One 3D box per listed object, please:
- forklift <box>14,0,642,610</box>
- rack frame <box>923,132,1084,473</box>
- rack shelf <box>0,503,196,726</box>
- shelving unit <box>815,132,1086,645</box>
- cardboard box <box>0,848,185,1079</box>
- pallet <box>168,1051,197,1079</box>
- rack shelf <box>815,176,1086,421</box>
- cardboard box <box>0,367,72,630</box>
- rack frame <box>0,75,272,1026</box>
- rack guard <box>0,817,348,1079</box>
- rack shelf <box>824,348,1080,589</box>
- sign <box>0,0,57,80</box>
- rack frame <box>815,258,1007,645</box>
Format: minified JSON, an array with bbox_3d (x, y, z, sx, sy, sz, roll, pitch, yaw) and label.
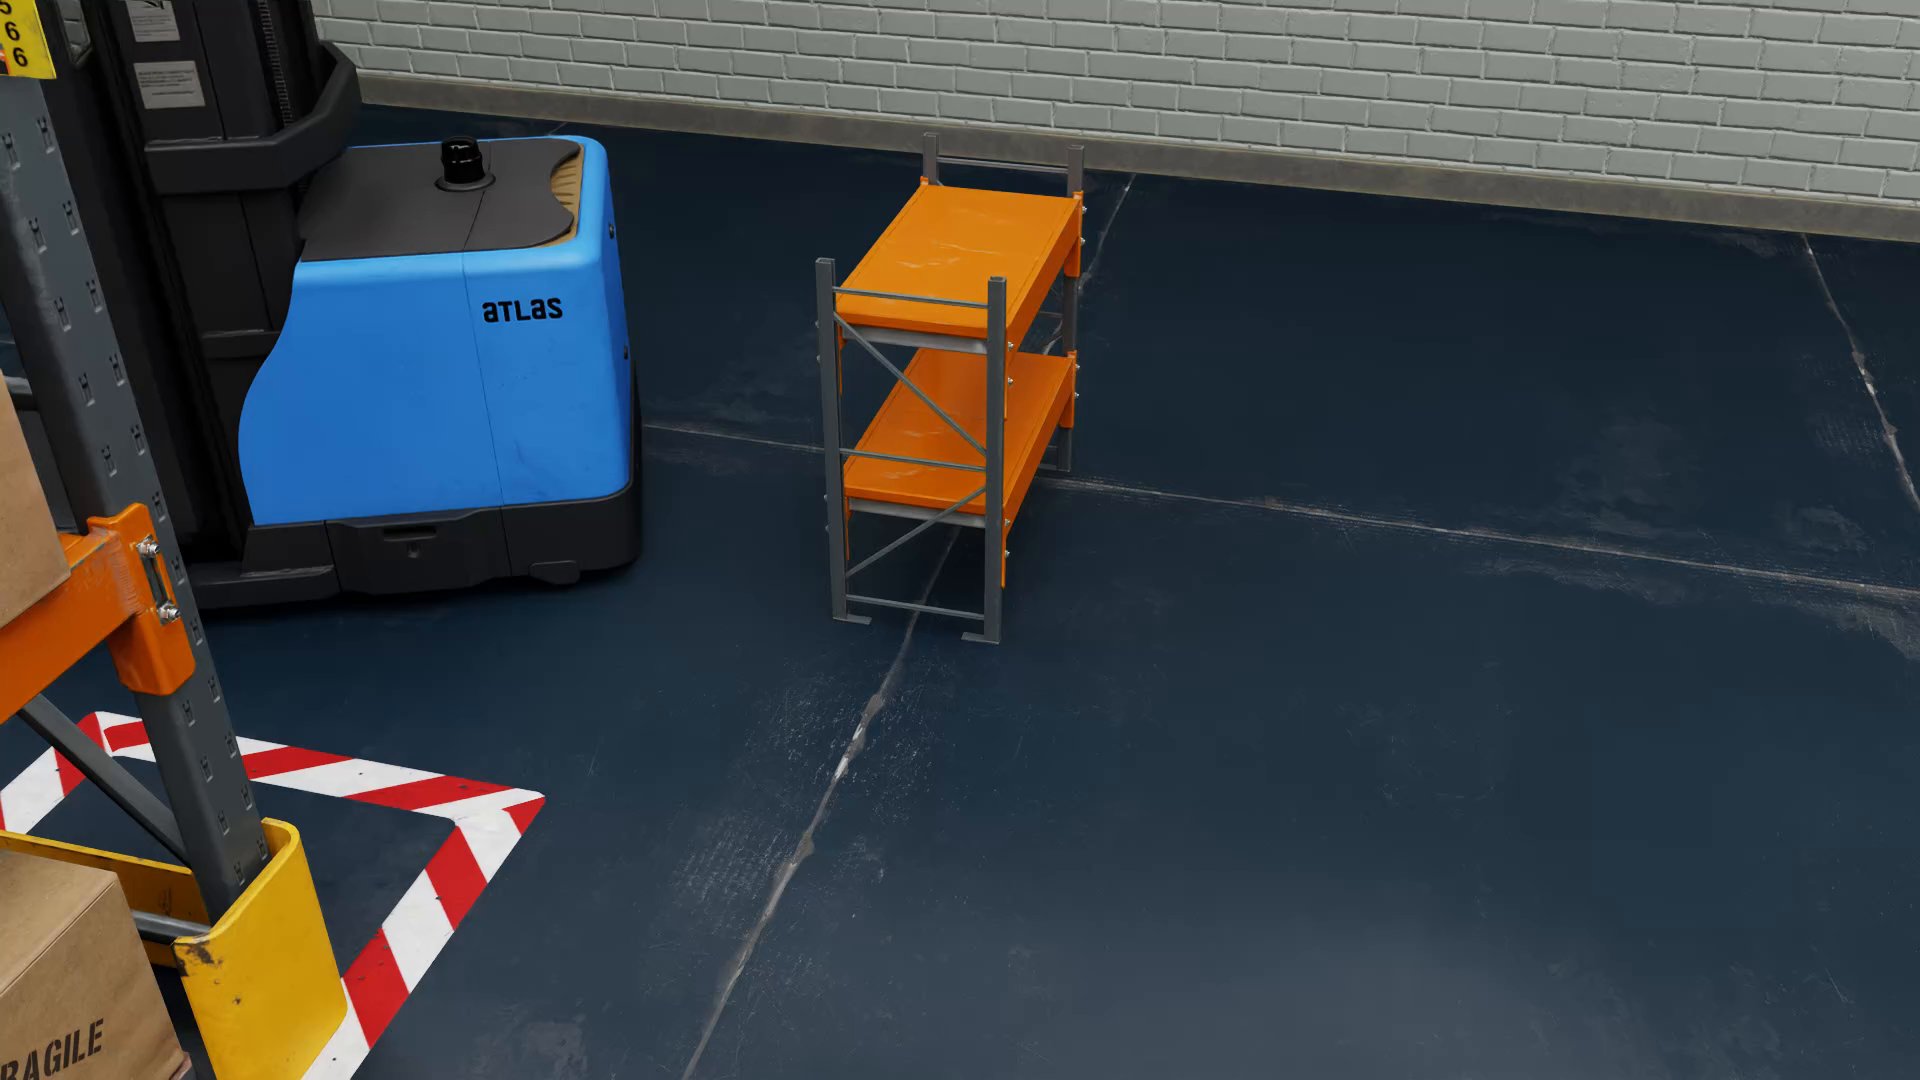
[{"bbox_3d":[-2.536,-1.247,4.480,3.031,2.935,1.130,-5,33,-8],"label":"forklift"},{"bbox_3d":[0.131,-0.742,5.369,0.500,1.125,0.032,8,33,12],"label":"rack frame"},{"bbox_3d":[-2.420,1.054,1.466,1.077,0.370,4.000,8,33,12],"label":"rack shelf"},{"bbox_3d":[0.002,-0.478,4.954,0.538,1.125,1.048,8,33,12],"label":"shelving unit"},{"bbox_3d":[-1.812,0.898,2.962,0.500,0.500,0.500,8,33,12],"label":"cardboard box"},{"bbox_3d":[-2.133,1.343,2.941,1.003,0.211,1.213,8,33,12],"label":"pallet"},{"bbox_3d":[0.002,-0.725,4.797,0.538,0.278,1.000,8,33,12],"label":"rack shelf"},{"bbox_3d":[-1.763,-0.060,2.455,0.500,0.500,0.500,9,34,14],"label":"cardboard box"},{"bbox_3d":[-1.912,-0.287,2.906,1.000,3.000,0.127,8,33,12],"label":"rack frame"},{"bbox_3d":[-1.932,0.807,3.514,1.175,0.500,0.348,8,33,12],"label":"rack guard"},{"bbox_3d":[0.002,-0.272,5.085,0.538,0.278,1.000,8,33,12],"label":"rack shelf"},{"bbox_3d":[-1.381,-0.823,2.375,0.100,0.325,0.005,8,33,12],"label":"sign"},{"bbox_3d":[-0.127,-0.214,4.539,0.500,1.125,0.032,8,33,12],"label":"rack frame"}]
